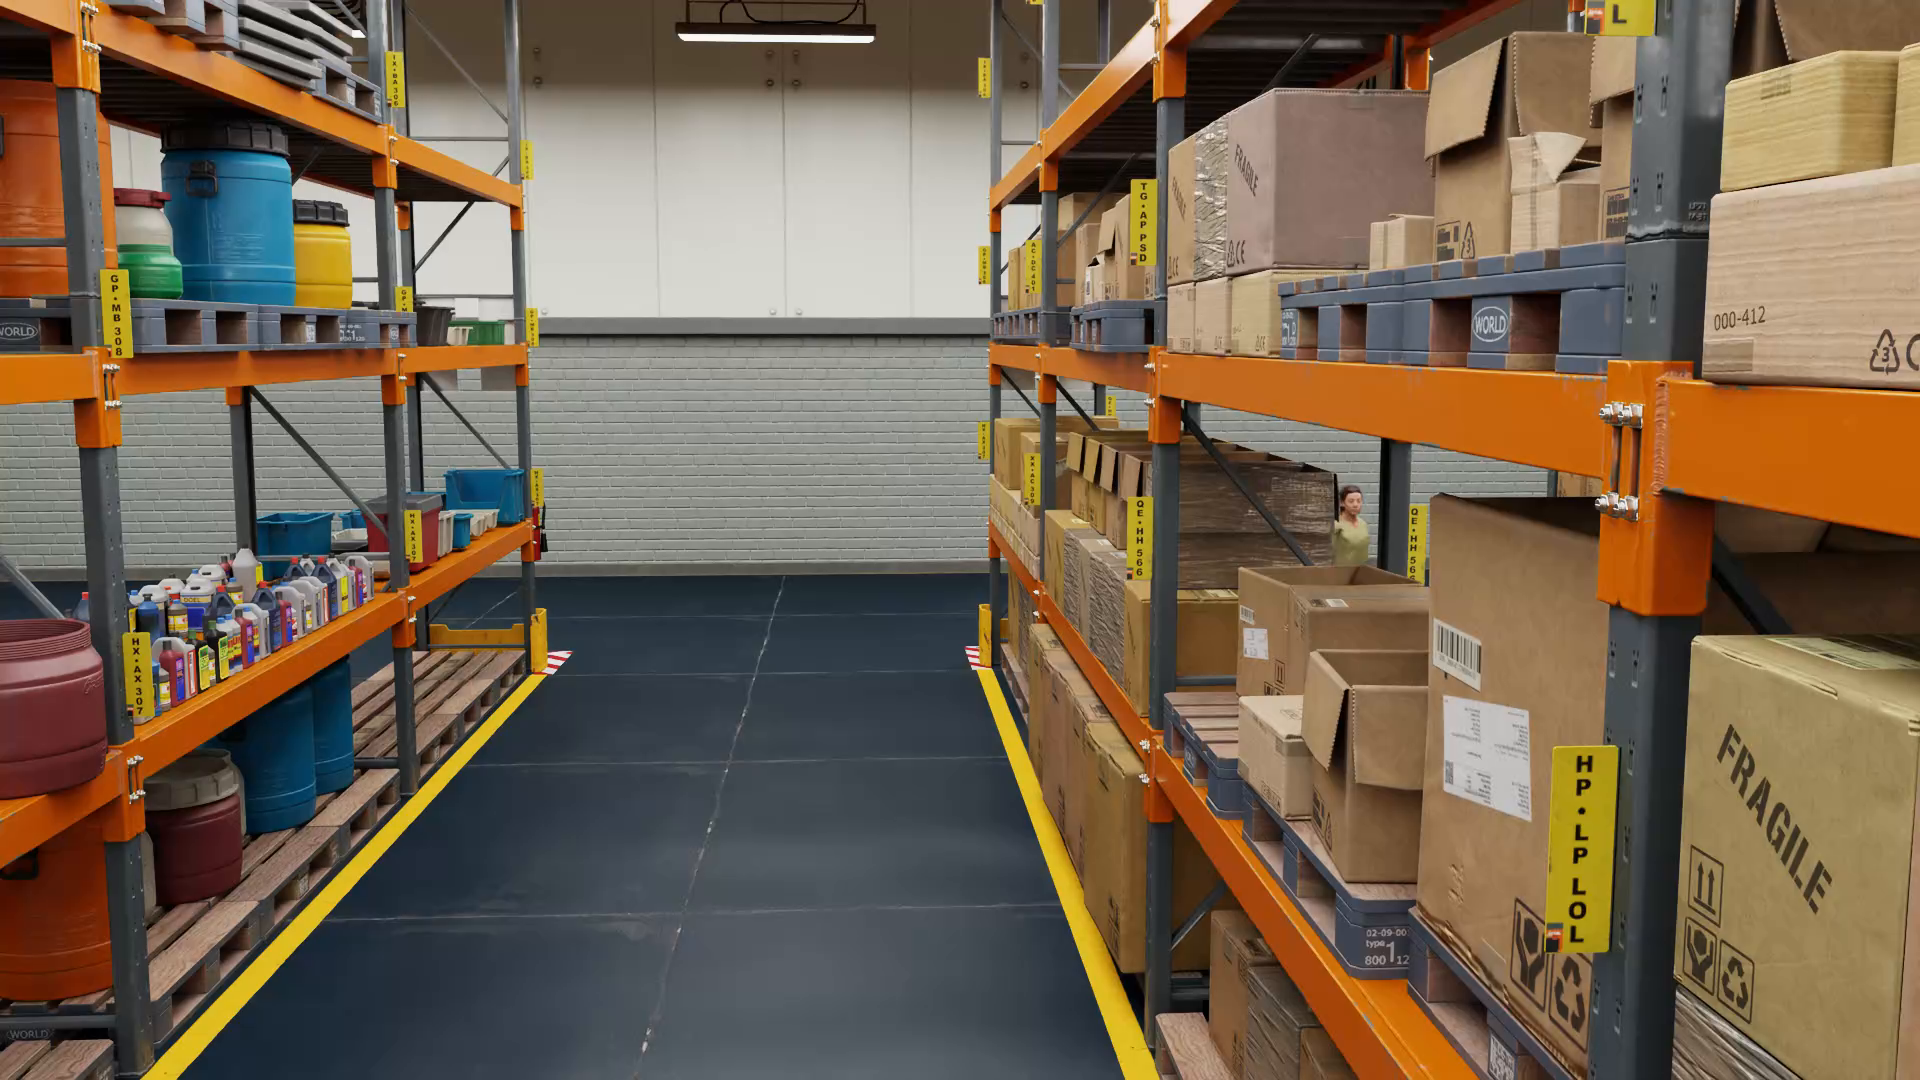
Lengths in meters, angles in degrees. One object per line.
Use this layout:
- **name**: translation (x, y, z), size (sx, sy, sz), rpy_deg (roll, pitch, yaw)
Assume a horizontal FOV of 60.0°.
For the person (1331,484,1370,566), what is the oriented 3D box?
- **person**: translation (3.166, 0.358, 13.787), size (0.487, 1.649, 0.709), rpy_deg (-4, 8, -30)
